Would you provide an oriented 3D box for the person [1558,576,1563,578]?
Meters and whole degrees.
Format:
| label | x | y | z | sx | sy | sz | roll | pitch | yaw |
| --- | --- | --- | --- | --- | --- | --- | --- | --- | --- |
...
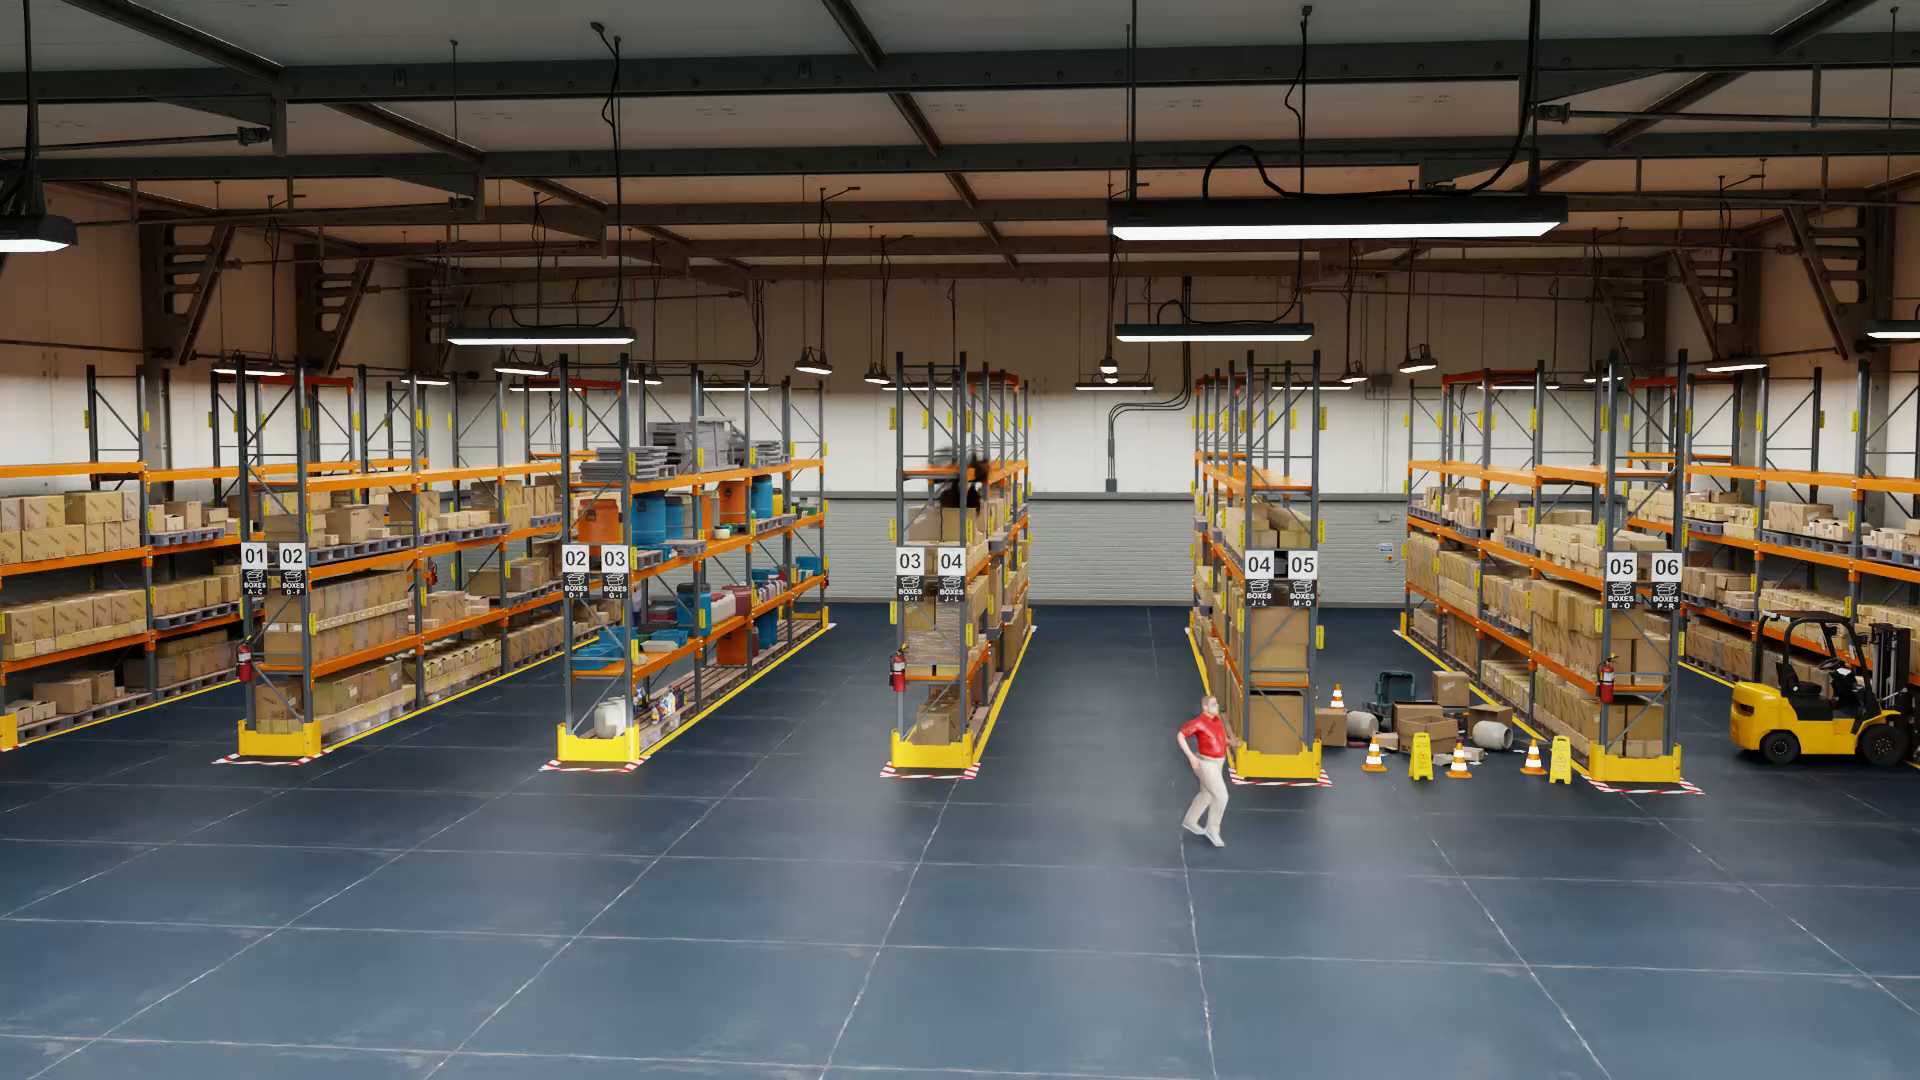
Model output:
| label | x | y | z | sx | sy | sz | roll | pitch | yaw |
| --- | --- | --- | --- | --- | --- | --- | --- | --- | --- |
| person | 12.876 | 1.602 | 35.821 | 0.583 | 1.674 | 0.899 | -1 | 4 | -12 |

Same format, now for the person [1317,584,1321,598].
| label | x | y | z | sx | sy | sz | roll | pitch | yaw |
| --- | --- | --- | --- | --- | --- | --- | --- | --- | --- |
| person | 7.913 | 1.495 | 37.781 | 0.575 | 1.627 | 0.599 | -1 | 4 | -8 |

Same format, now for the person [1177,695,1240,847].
| label | x | y | z | sx | sy | sz | roll | pitch | yaw |
| --- | --- | --- | --- | --- | --- | --- | --- | --- | --- |
| person | 2.971 | 2.747 | 19.801 | 0.771 | 1.800 | 0.632 | 3 | 5 | 33 |

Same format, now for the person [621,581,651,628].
| label | x | y | z | sx | sy | sz | roll | pitch | yaw |
| --- | --- | --- | --- | --- | --- | --- | --- | --- | --- |
| person | -7.006 | 1.661 | 35.947 | 0.627 | 1.620 | 0.636 | 0 | 4 | 0 |
